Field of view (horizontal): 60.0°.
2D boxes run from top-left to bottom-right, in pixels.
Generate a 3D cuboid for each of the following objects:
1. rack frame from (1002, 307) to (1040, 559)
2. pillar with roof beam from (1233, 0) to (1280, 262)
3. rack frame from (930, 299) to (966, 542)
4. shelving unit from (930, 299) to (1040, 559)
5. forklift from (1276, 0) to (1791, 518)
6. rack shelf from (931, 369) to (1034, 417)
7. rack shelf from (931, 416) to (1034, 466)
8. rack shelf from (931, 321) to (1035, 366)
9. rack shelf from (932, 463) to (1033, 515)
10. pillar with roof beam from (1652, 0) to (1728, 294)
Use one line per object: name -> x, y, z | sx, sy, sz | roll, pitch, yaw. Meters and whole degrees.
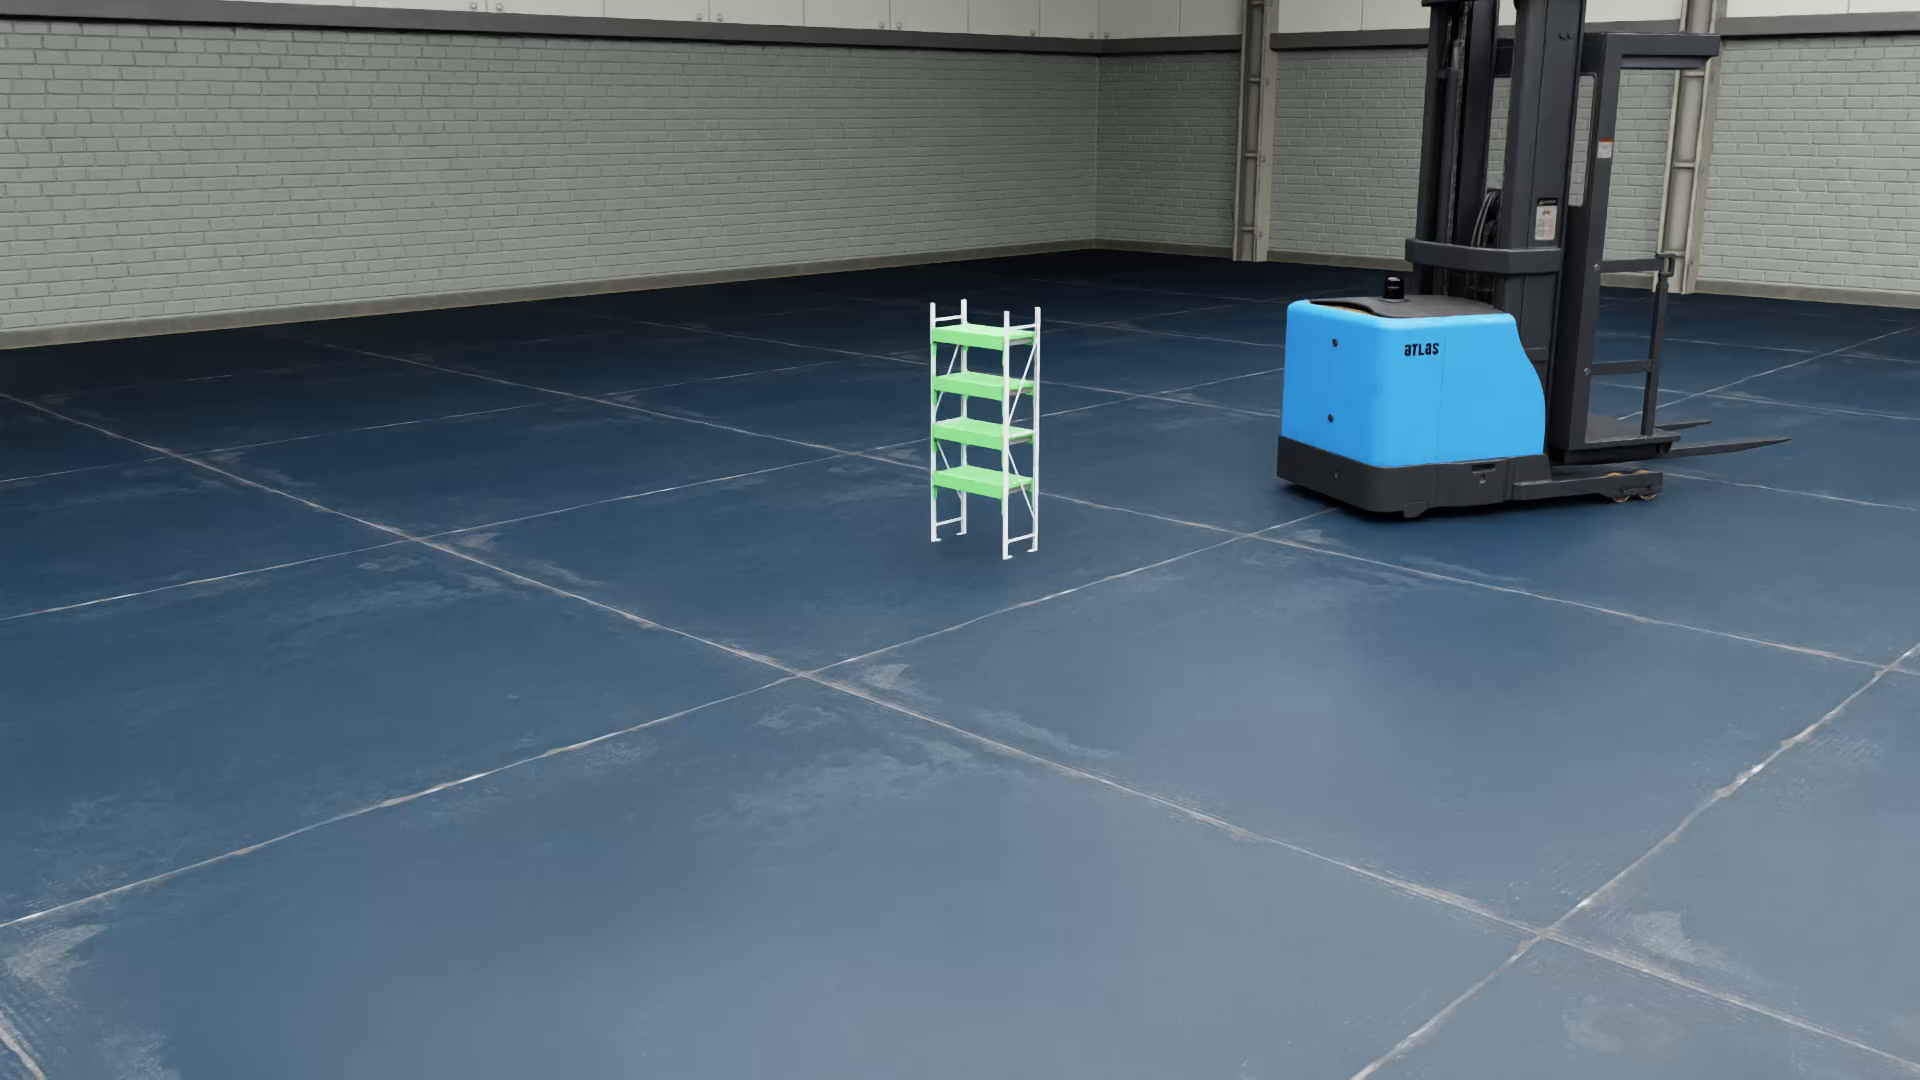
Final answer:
rack frame -> 0.295, -0.509, 8.006 | 0.015, 1.200, 0.240 | 14, 20, 42
pillar with roof beam -> 1.154, -7.564, 19.613 | 0.400, 9.000, 9.100 | 14, 20, 42
rack frame -> -0.057, -0.594, 8.333 | 0.015, 1.200, 0.240 | 14, 20, 42
shelving unit -> 0.119, -0.552, 8.170 | 0.503, 1.200, 0.258 | 14, 20, 42
forklift -> 3.392, -1.745, 9.316 | 3.031, 2.935, 1.130 | -6, 16, -20
rack shelf -> 0.119, -0.722, 8.125 | 0.480, 0.148, 0.258 | 14, 20, 42
rack shelf -> 0.119, -0.490, 8.186 | 0.480, 0.148, 0.258 | 14, 20, 42
rack shelf -> 0.119, -0.954, 8.065 | 0.480, 0.148, 0.258 | 14, 20, 42
rack shelf -> 0.119, -0.258, 8.246 | 0.480, 0.148, 0.258 | 14, 20, 42
pillar with roof beam -> 5.474, -6.514, 15.583 | 0.400, 9.000, 9.100 | 14, 20, 42
